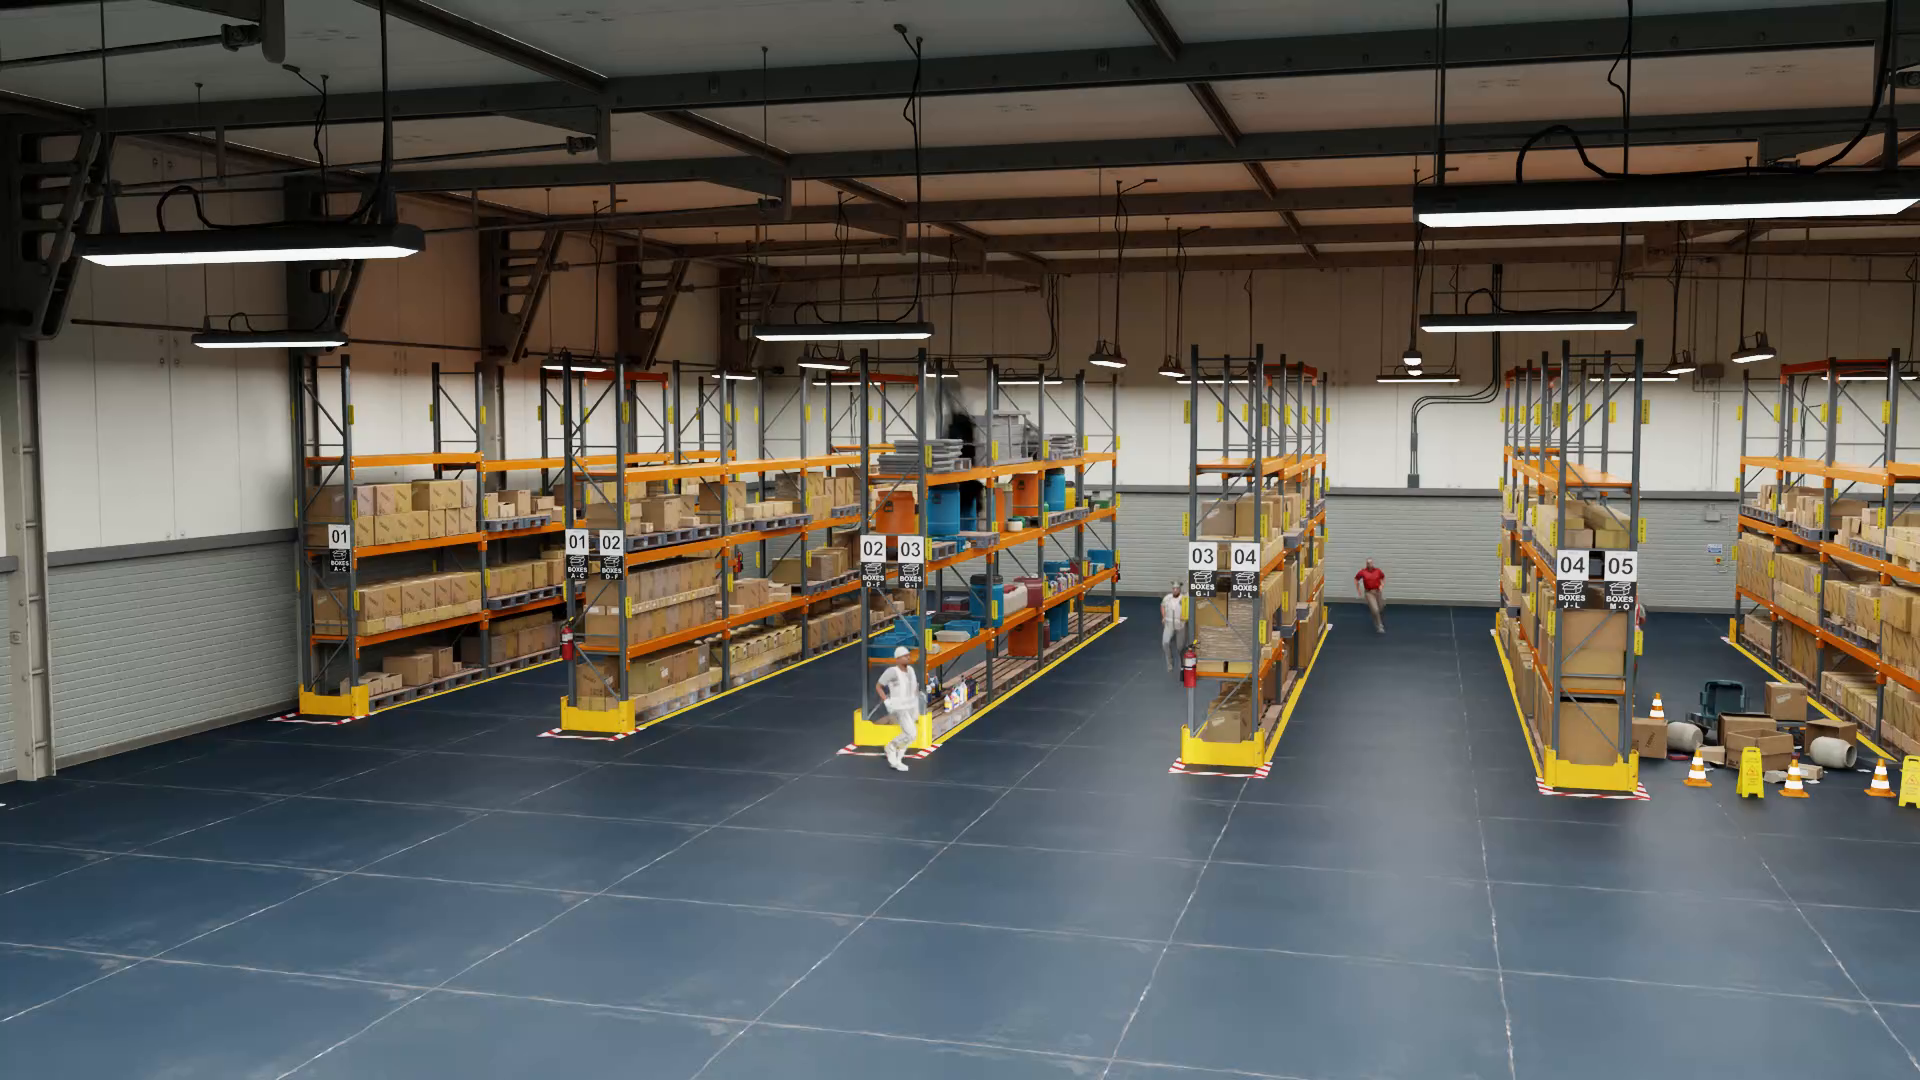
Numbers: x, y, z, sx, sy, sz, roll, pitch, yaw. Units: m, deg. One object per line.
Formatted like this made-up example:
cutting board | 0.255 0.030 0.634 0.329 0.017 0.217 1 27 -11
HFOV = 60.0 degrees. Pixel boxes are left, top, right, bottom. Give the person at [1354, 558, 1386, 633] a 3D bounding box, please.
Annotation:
person | 9.518 1.267 38.461 0.751 1.709 0.879 0 4 -3

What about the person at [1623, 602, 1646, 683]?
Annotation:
person | 12.435 1.795 30.928 0.588 1.831 0.835 1 4 15

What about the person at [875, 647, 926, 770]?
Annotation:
person | -0.768 2.375 23.401 0.590 1.744 0.680 3 5 34

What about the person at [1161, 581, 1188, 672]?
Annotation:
person | 4.045 1.633 31.103 0.663 1.775 0.924 1 5 18
